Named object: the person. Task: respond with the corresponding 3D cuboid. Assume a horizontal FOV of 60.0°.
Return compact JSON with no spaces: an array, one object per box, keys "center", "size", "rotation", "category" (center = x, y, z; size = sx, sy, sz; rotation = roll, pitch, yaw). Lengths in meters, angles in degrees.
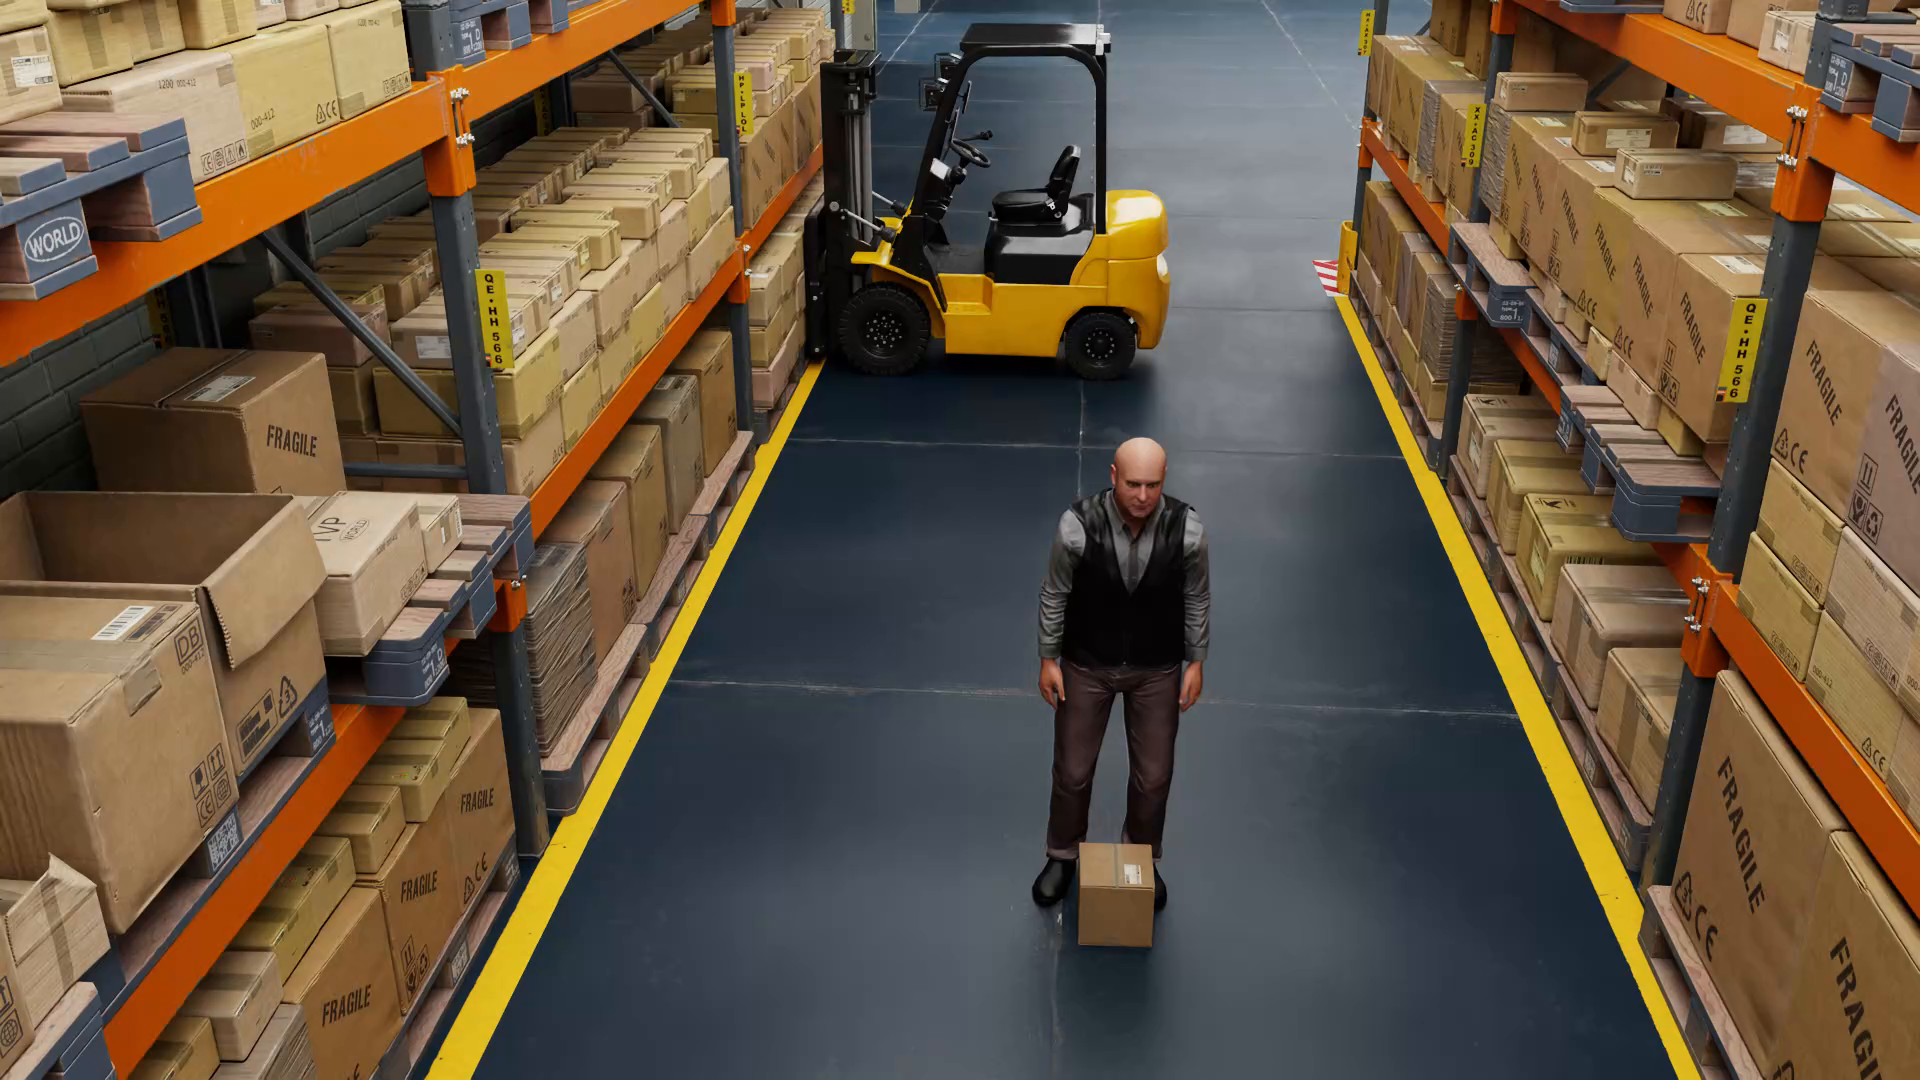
[{"center":[0.551,0.435,5.674],"size":[0.584,1.719,0.426],"rotation":[0,24,1],"category":"person"}]
